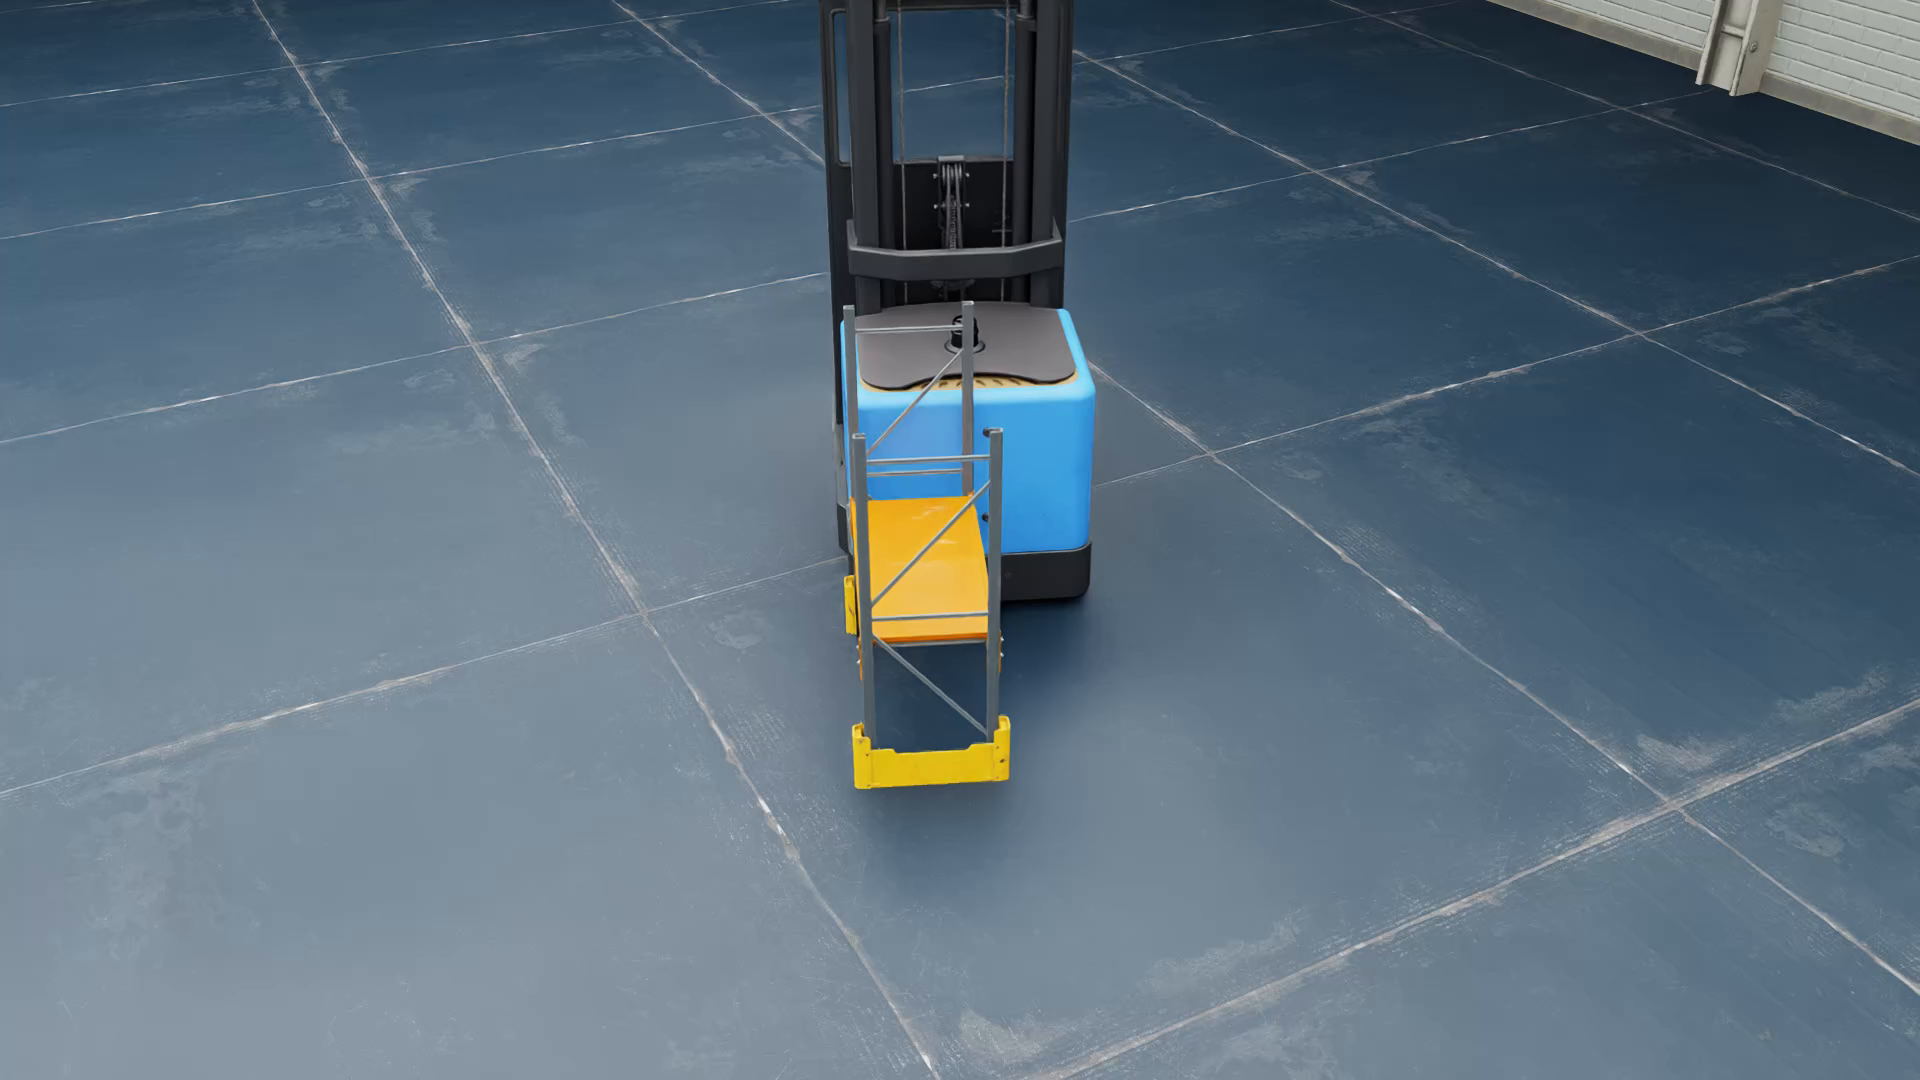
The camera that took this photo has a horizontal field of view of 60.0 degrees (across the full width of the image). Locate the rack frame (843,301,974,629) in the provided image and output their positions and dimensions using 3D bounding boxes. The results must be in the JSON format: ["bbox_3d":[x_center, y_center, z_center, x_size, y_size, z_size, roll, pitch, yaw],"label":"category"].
[{"bbox_3d":[-0.197,-0.270,6.781,0.500,1.500,0.032,-3,33,-4],"label":"rack frame"}]

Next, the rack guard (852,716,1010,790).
[{"bbox_3d":[-0.107,0.802,6.267,0.587,0.250,0.087,-3,33,-4],"label":"rack guard"}]

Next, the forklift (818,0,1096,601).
[{"bbox_3d":[-0.083,-1.716,7.712,1.130,2.935,3.031,-3,33,-4],"label":"forklift"}]

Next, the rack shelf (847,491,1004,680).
[{"bbox_3d":[-0.152,0.154,6.452,0.538,0.185,1.000,-3,33,-4],"label":"rack shelf"}]

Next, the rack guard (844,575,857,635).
[{"bbox_3d":[-0.195,0.266,7.102,0.587,0.250,0.087,-3,33,-4],"label":"rack guard"}]

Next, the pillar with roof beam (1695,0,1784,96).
[{"bbox_3d":[2.418,-6.381,9.368,9.100,9.000,0.400,-16,36,-23],"label":"pillar with roof beam"}]

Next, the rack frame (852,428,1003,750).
[{"bbox_3d":[-0.107,0.276,5.929,0.500,1.500,0.032,-3,33,-4],"label":"rack frame"}]

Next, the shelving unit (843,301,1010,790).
[{"bbox_3d":[-0.151,0.008,6.348,0.587,1.500,1.083,-3,33,-4],"label":"shelving unit"}]
